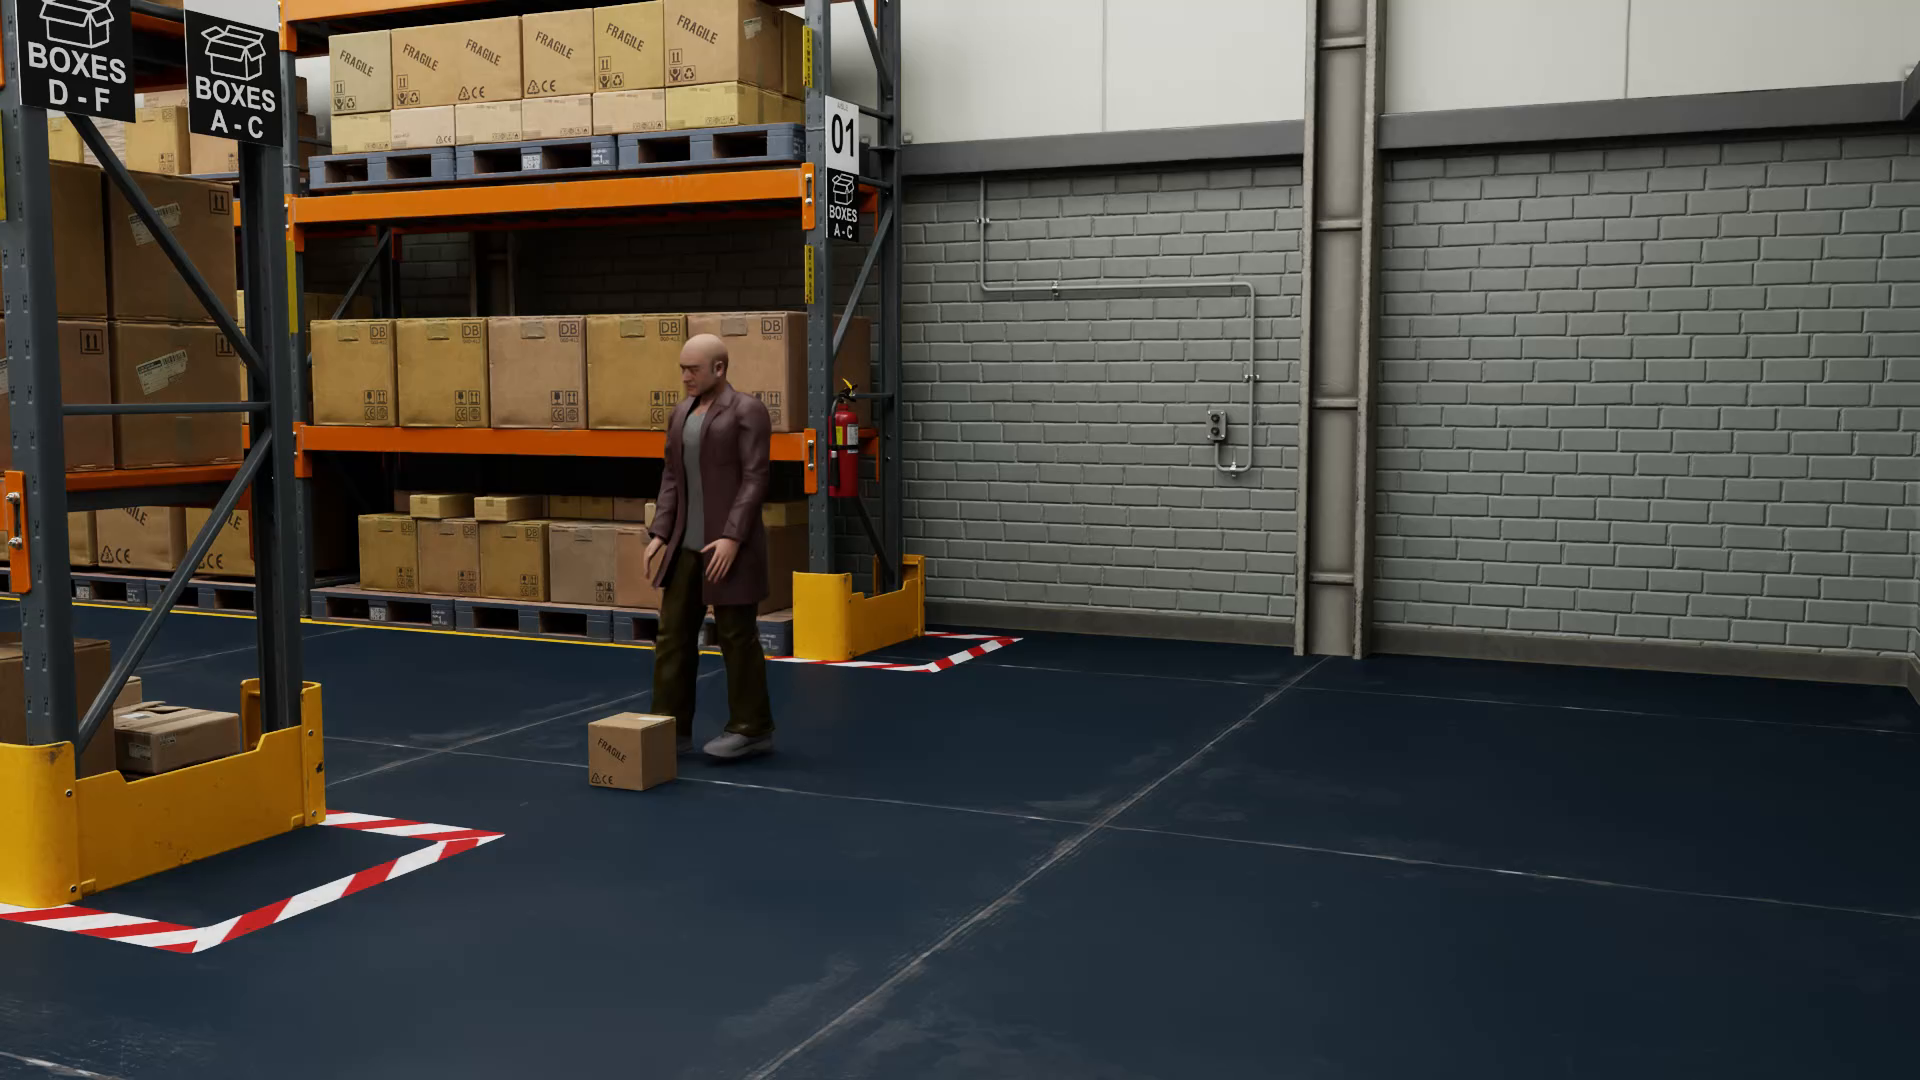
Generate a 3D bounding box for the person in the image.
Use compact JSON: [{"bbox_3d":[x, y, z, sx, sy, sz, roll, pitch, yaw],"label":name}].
[{"bbox_3d":[-1.084,0.034,6.943,0.594,1.777,0.624,4,7,37],"label":"person"}]
